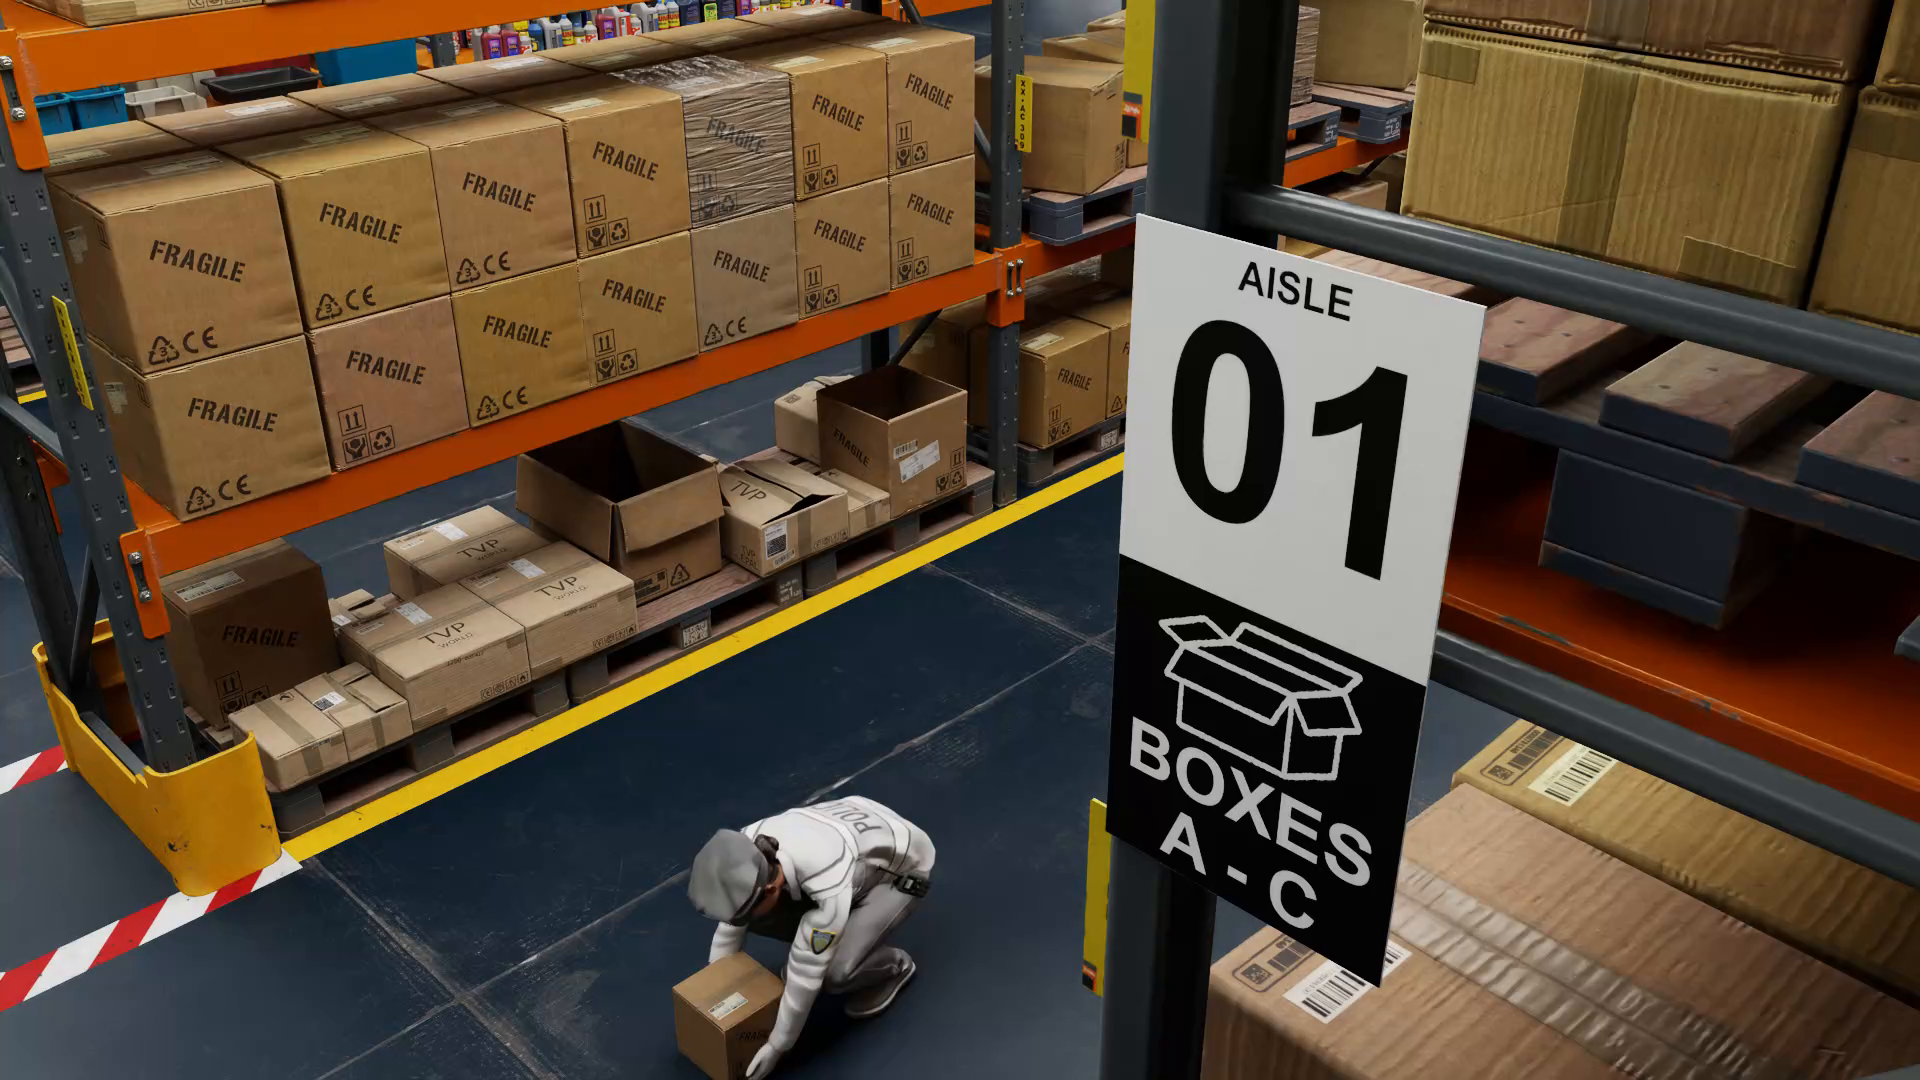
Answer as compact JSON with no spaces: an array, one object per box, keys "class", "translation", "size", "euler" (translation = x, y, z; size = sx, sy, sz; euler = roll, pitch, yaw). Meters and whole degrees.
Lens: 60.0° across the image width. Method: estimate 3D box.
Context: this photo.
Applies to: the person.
[{"class":"person","translation":[-0.446,1.096,4.998],"size":[0.470,0.850,0.862],"euler":[25,37,38]}]
